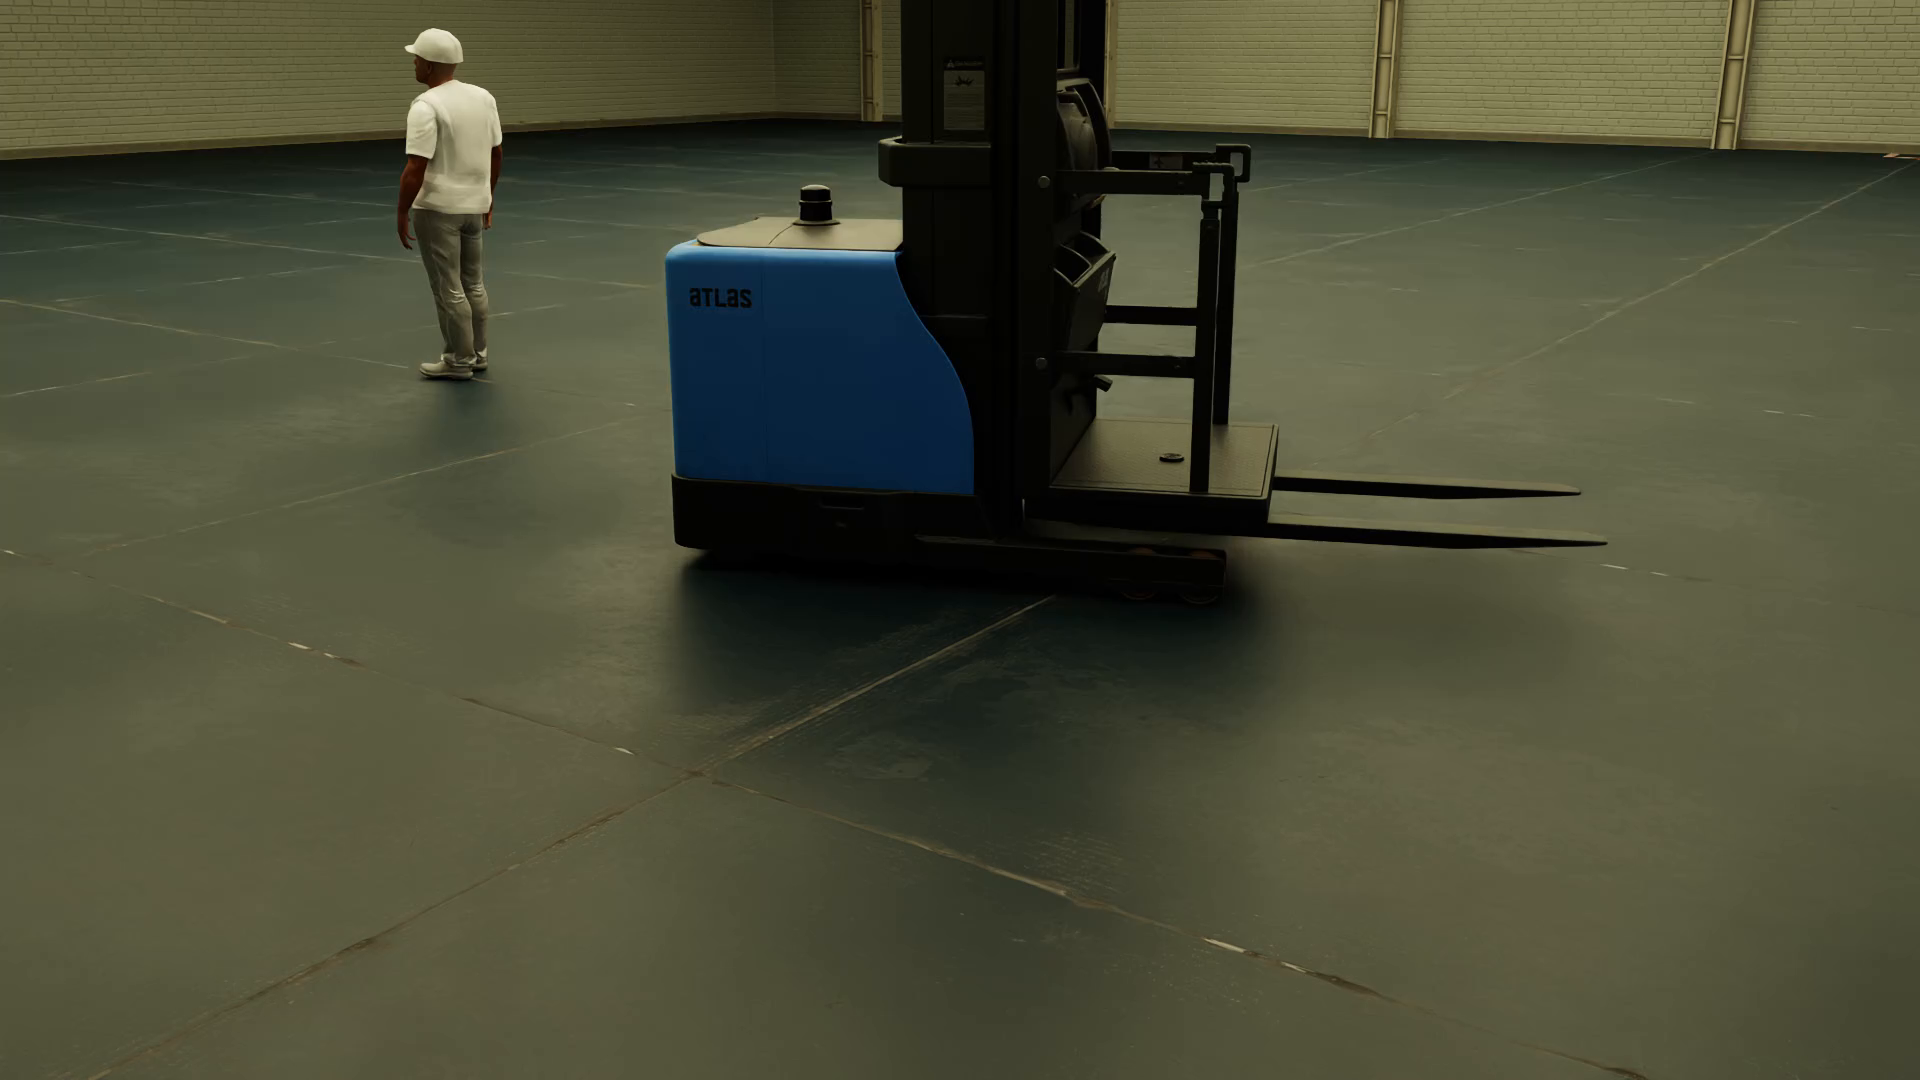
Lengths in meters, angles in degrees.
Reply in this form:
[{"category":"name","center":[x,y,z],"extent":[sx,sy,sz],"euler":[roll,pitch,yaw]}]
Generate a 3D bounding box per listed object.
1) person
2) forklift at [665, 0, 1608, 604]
[{"category":"person","center":[-2.687,-1.718,8.584],"extent":[0.577,1.766,0.666],"euler":[8,19,26]},{"category":"forklift","center":[0.595,-1.367,5.404],"extent":[3.031,2.935,1.130],"euler":[4,17,12]}]
